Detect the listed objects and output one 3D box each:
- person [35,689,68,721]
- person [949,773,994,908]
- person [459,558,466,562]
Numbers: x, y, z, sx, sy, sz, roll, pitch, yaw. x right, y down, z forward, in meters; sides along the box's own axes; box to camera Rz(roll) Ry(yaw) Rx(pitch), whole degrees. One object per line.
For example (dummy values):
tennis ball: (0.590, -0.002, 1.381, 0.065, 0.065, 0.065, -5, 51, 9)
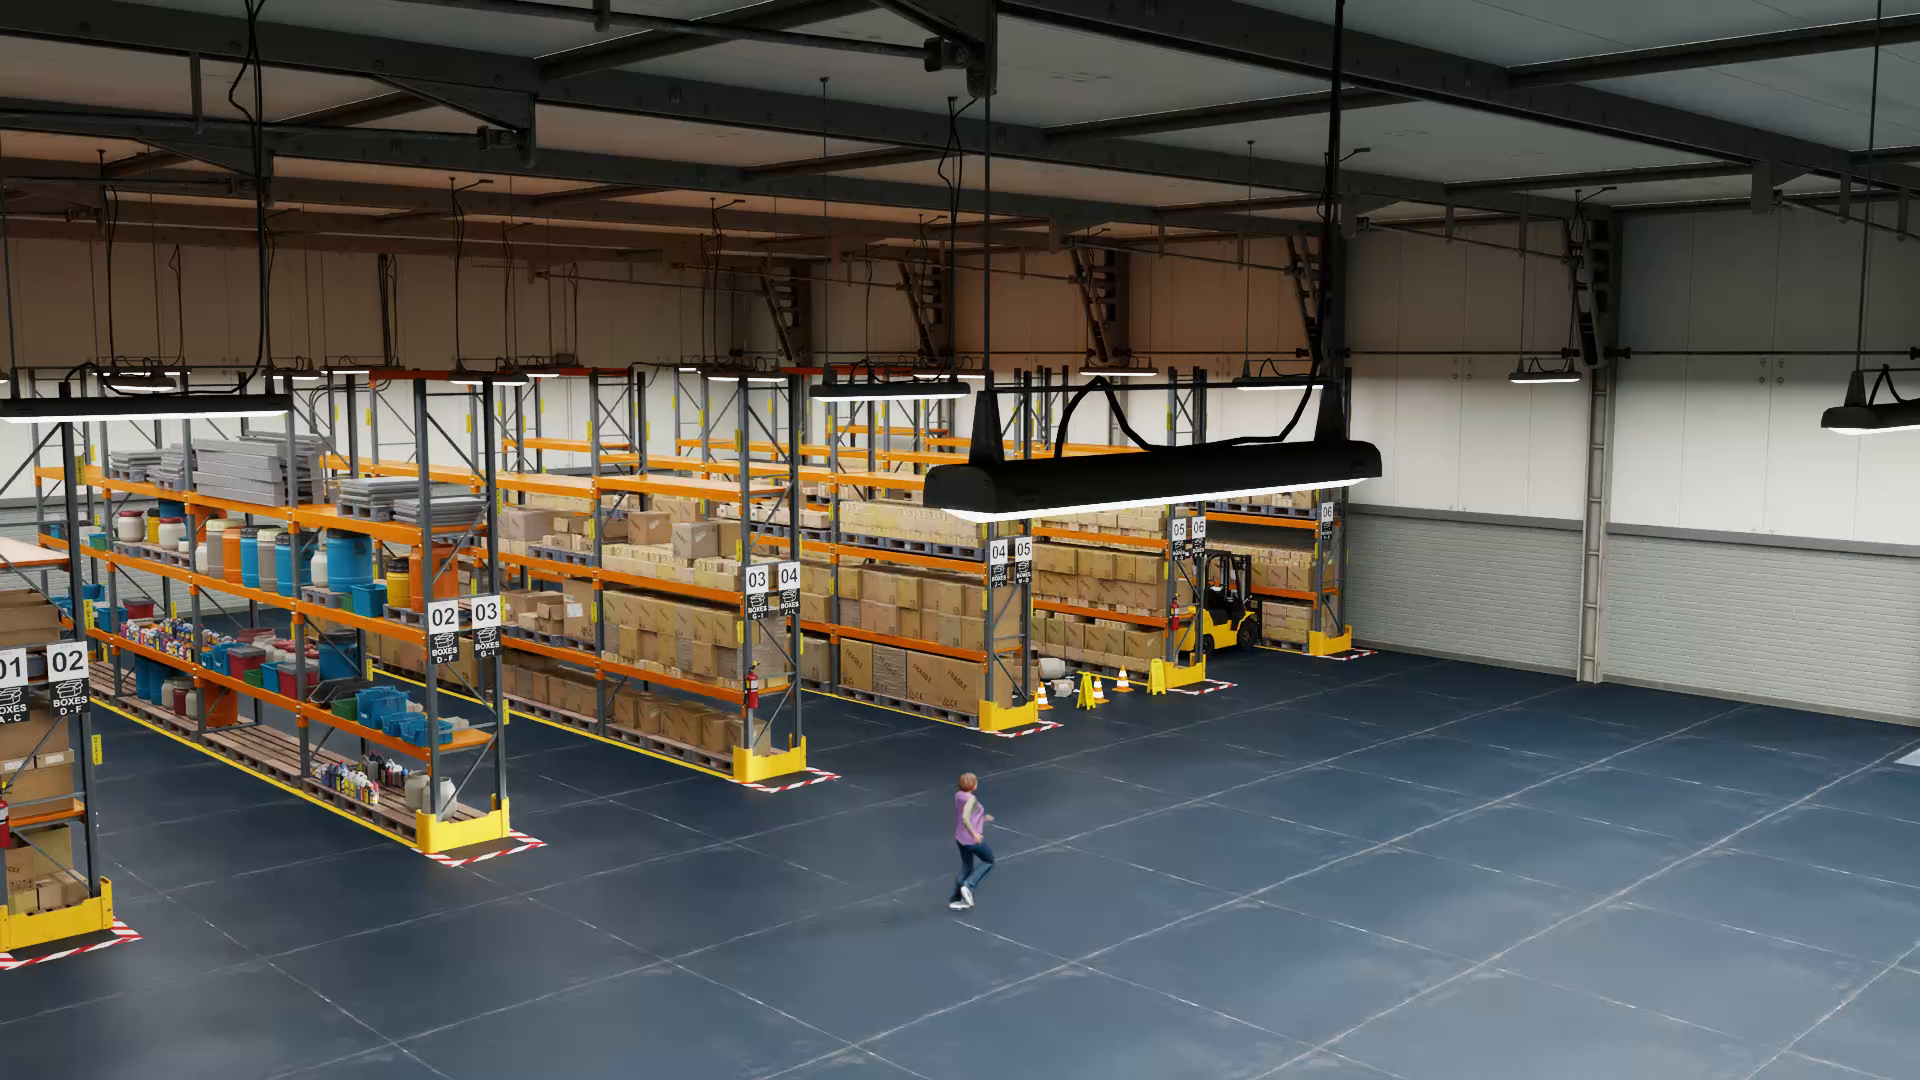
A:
person: (-13.919, 2.680, 25.572, 0.515, 1.550, 0.549, 5, 8, 35)
person: (0.144, 3.412, 18.922, 0.596, 1.562, 0.515, -4, 8, -31)
person: (-11.552, 1.223, 38.290, 0.713, 1.649, 0.769, -2, 7, -20)
